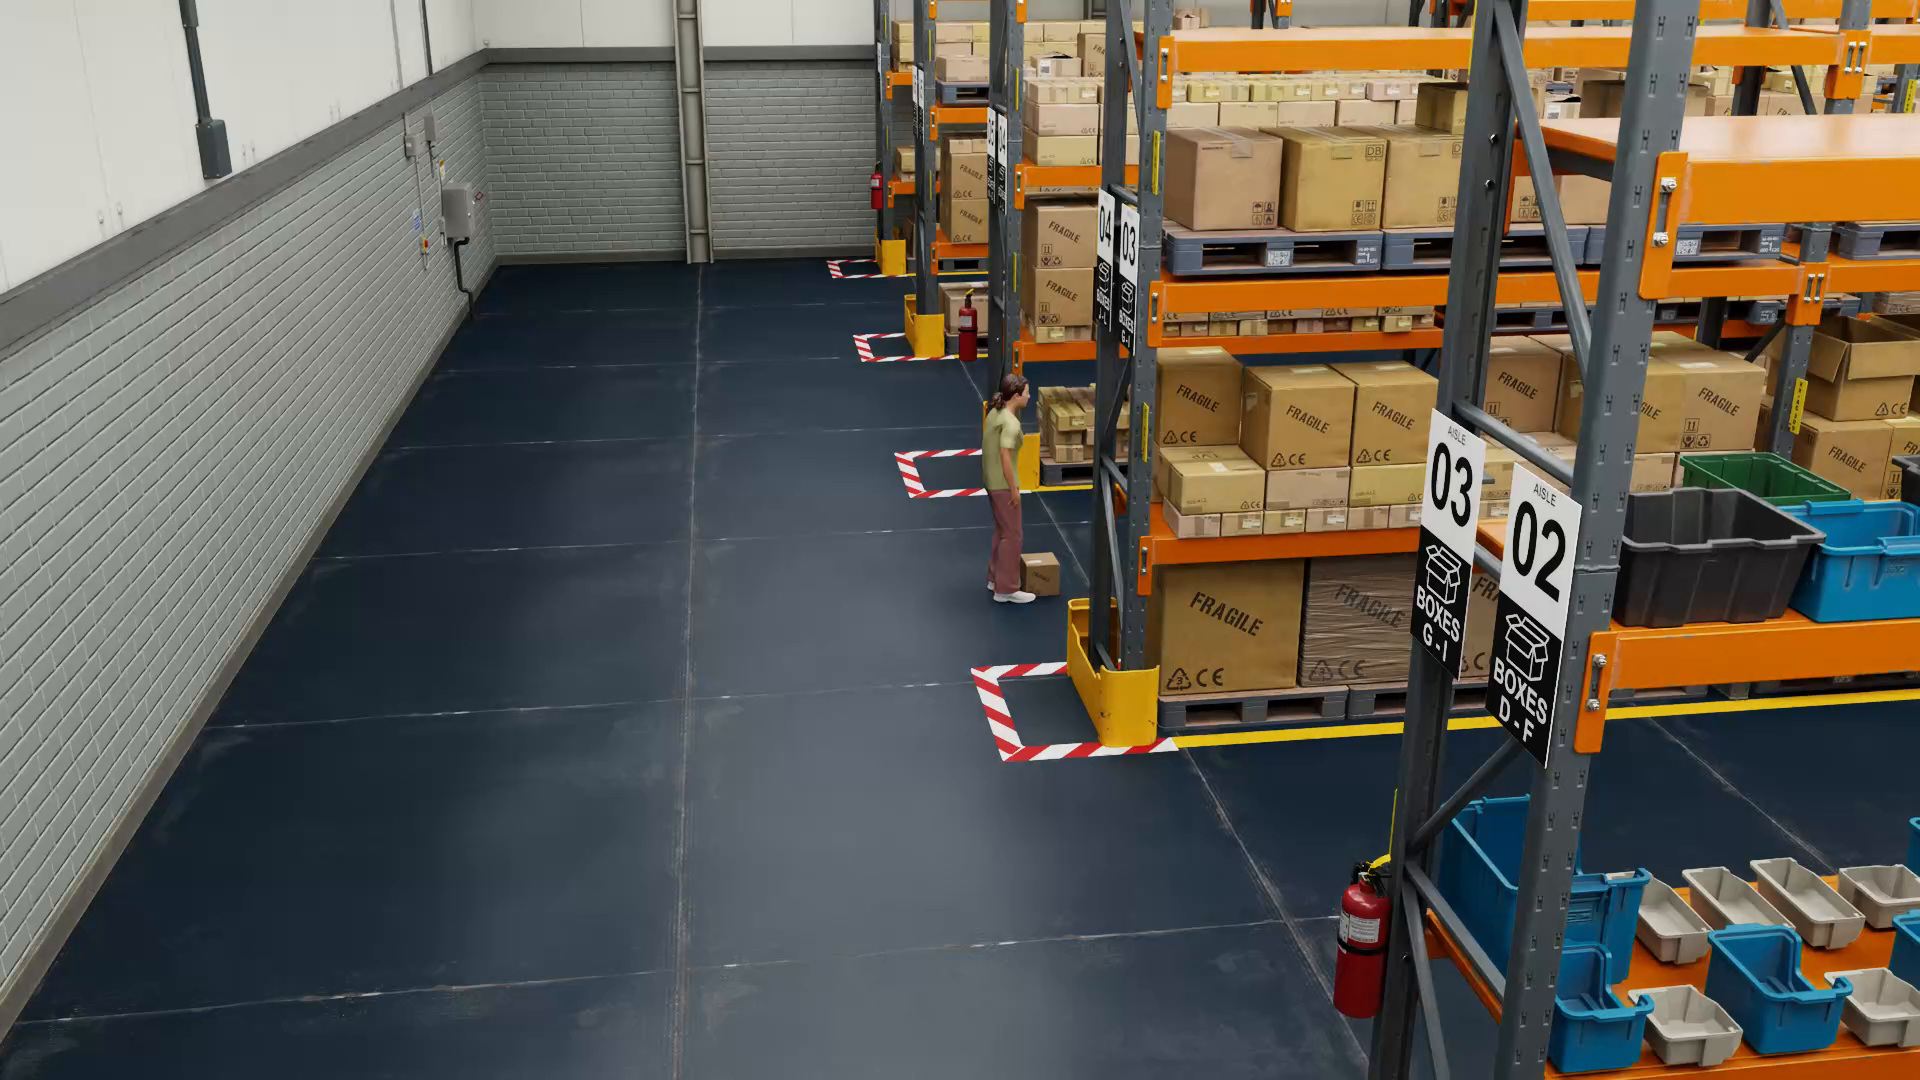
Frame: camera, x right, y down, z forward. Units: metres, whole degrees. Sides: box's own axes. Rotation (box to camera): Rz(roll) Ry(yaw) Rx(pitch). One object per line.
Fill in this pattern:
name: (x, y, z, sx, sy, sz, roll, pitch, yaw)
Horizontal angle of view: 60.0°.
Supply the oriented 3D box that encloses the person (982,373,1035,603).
person: (0.348, -0.395, 12.158, 0.362, 1.671, 0.519, -4, 20, -11)
